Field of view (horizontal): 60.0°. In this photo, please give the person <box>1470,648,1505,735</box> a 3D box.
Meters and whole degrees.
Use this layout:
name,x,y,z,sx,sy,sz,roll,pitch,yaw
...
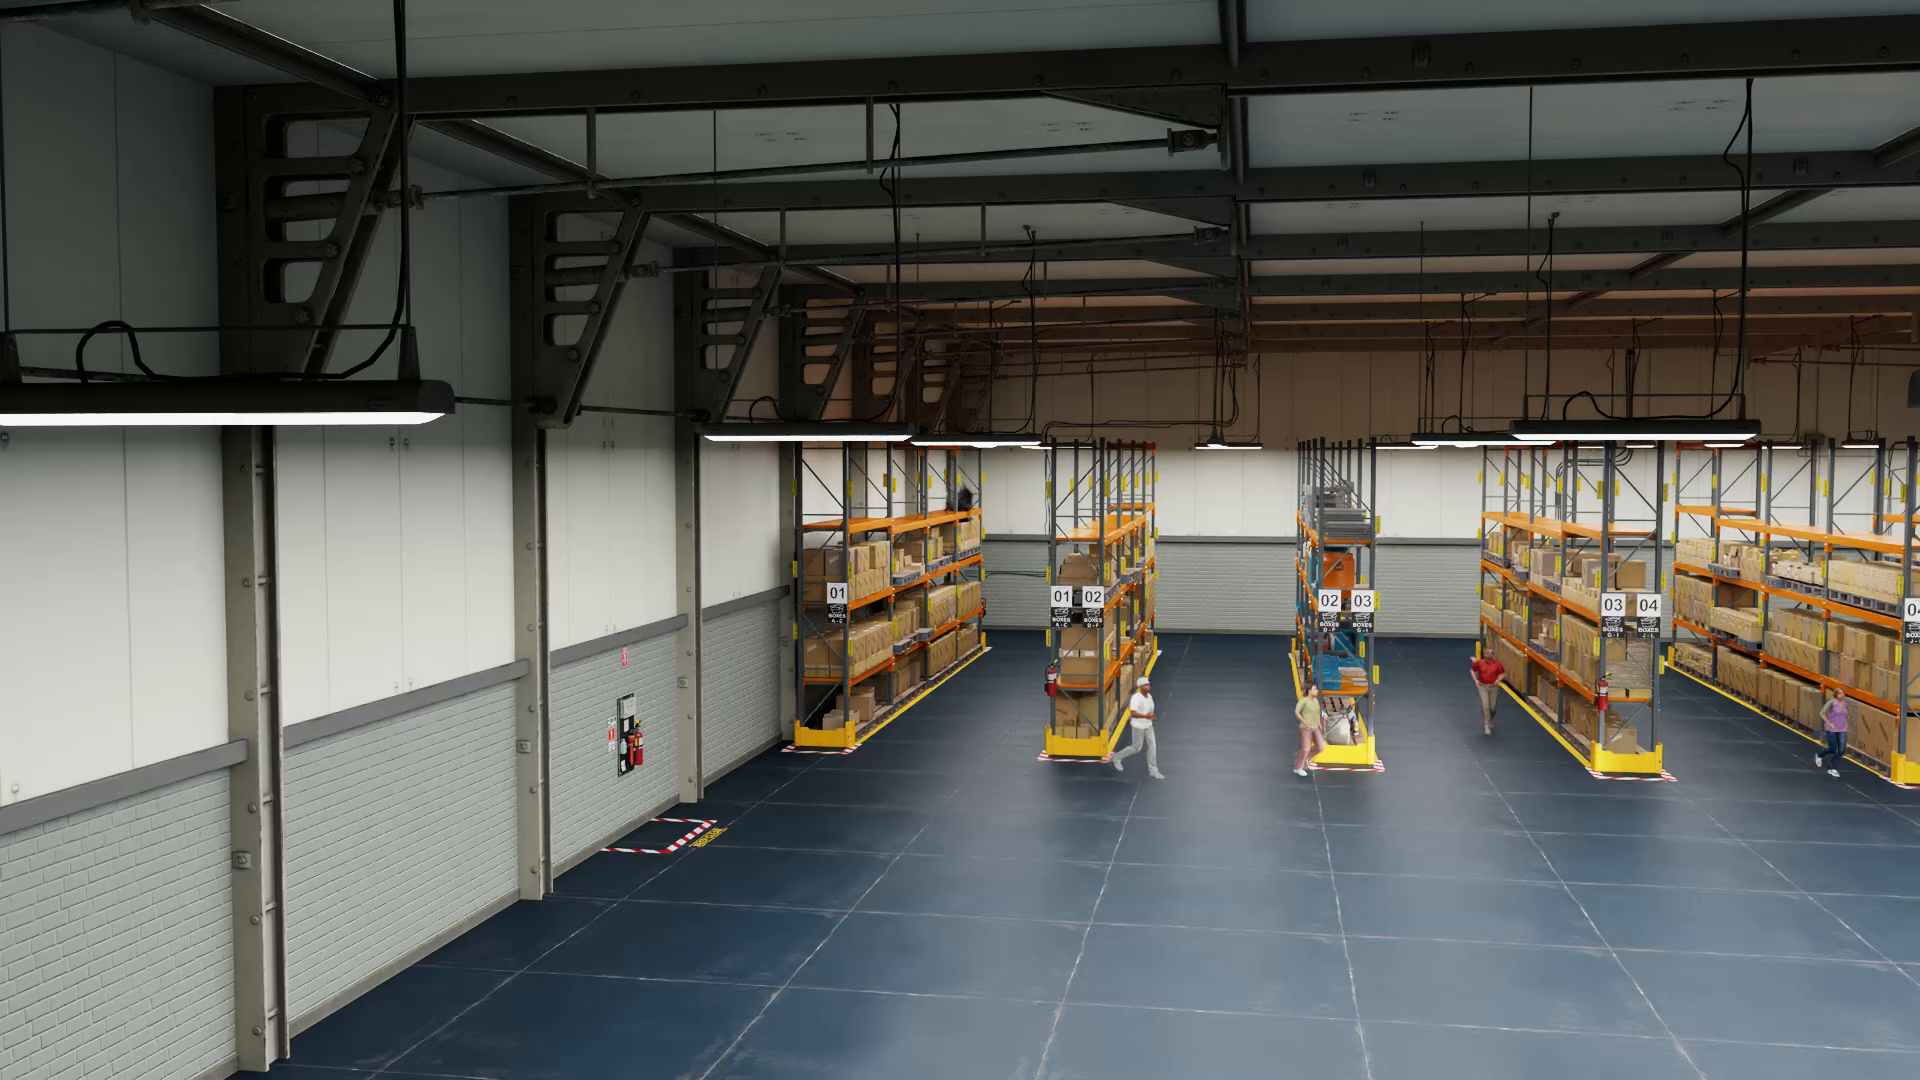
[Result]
name,x,y,z,sx,sy,sz,roll,pitch,yaw
person,10.798,3.069,33.999,0.670,1.732,0.805,1,3,10

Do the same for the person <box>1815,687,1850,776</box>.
name,x,y,z,sx,sy,sz,roll,pitch,yaw
person,15.555,3.389,29.580,0.560,1.562,0.578,0,3,-5

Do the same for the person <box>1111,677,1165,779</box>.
name,x,y,z,sx,sy,sz,roll,pitch,yaw
person,3.169,3.289,29.284,0.975,1.771,0.710,2,4,36

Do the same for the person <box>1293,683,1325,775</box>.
name,x,y,z,sx,sy,sz,roll,pitch,yaw
person,6.254,3.353,29.532,0.638,1.615,0.515,-2,4,-31
